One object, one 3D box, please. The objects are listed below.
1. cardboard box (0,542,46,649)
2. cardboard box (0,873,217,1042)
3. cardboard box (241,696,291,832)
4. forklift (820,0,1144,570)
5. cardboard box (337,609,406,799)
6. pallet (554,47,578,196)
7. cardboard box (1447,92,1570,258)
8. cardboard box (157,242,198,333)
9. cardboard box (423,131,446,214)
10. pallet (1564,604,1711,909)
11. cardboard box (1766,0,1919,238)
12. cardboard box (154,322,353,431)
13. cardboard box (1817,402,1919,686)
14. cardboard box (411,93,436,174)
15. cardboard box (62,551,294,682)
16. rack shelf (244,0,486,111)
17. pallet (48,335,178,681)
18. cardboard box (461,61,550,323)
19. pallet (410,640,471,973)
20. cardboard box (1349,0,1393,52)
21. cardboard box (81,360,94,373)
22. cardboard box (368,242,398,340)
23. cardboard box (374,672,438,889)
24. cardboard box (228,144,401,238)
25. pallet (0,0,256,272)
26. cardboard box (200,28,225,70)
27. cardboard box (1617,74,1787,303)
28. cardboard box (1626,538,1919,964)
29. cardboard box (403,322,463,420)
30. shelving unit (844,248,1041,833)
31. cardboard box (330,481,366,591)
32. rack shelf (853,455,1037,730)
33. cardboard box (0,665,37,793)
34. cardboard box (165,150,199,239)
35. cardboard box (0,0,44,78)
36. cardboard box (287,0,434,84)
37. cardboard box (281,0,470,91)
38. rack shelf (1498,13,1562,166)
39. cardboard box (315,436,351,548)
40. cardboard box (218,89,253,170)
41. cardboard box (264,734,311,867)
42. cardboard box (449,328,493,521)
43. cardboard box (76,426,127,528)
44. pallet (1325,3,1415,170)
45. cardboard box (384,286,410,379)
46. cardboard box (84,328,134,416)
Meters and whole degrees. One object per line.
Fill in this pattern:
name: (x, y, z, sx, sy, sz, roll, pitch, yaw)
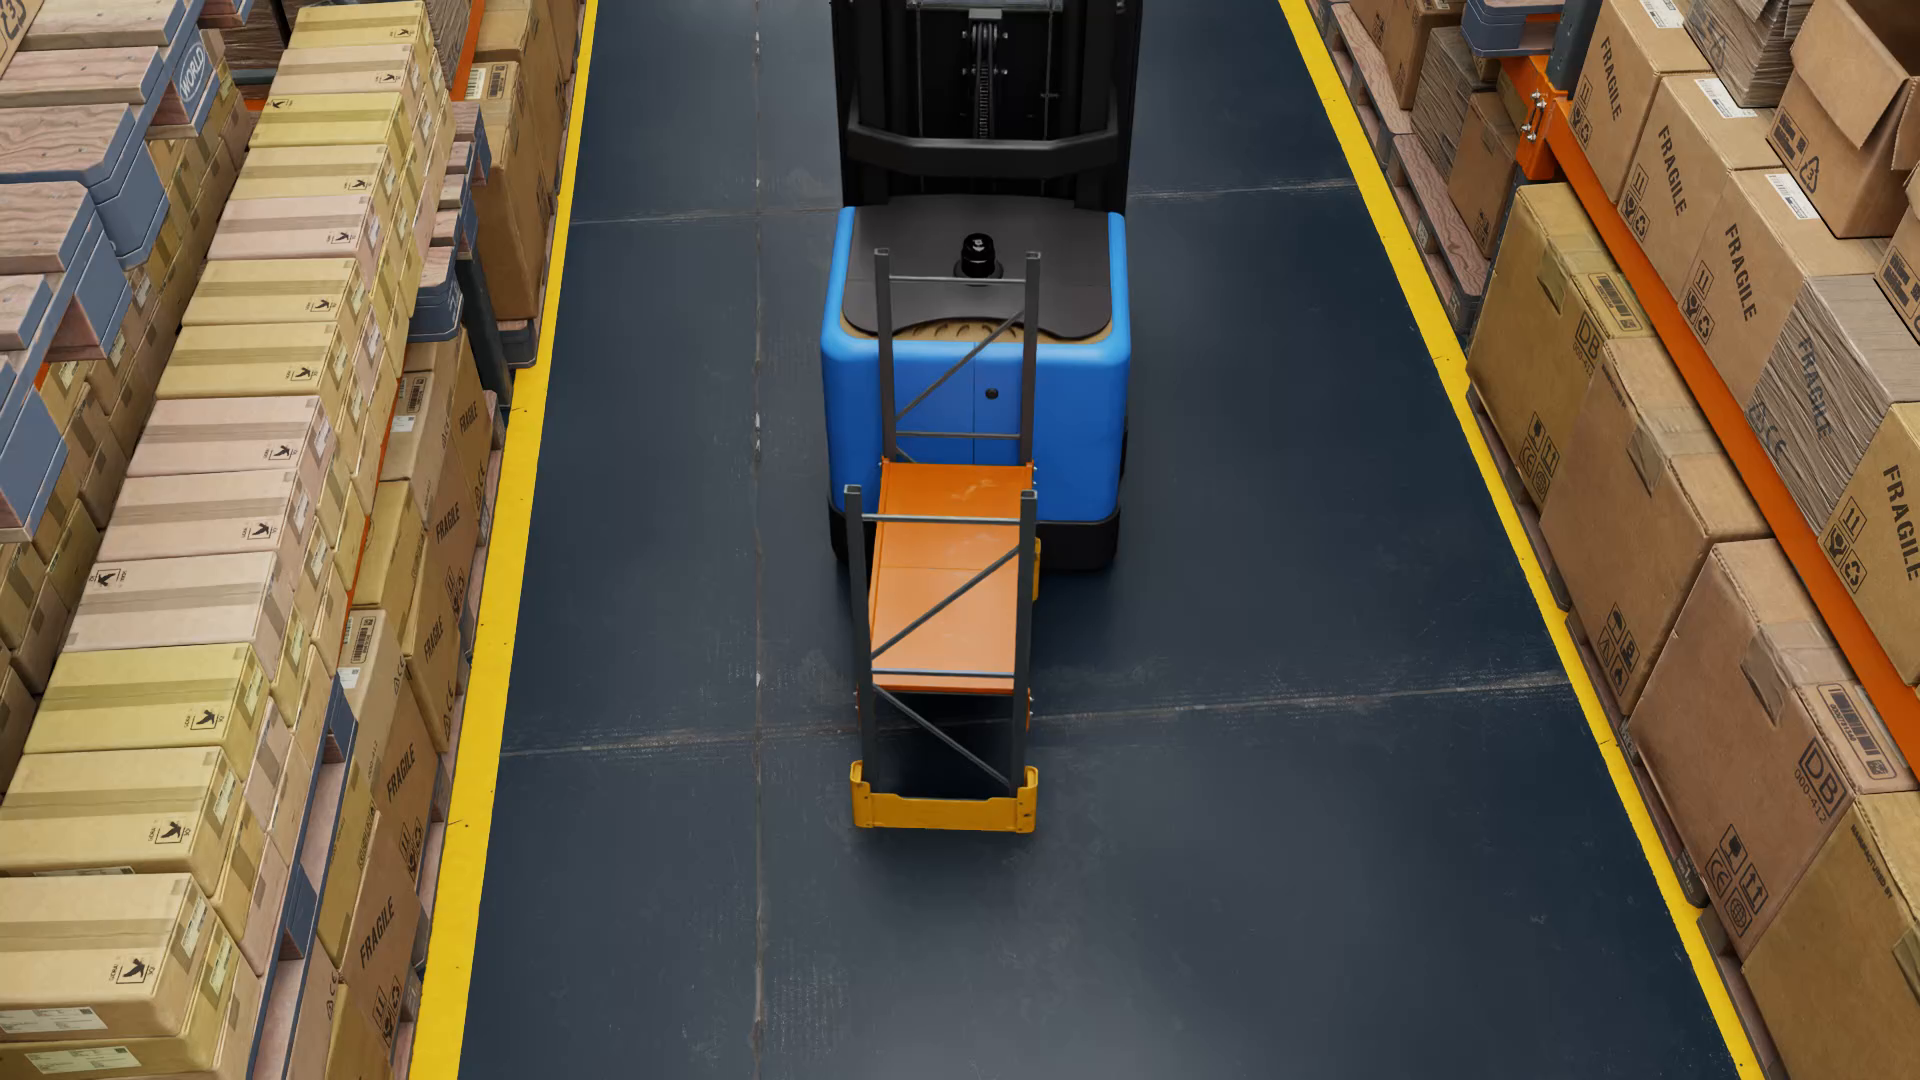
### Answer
cardboard box: (-2.311, 0.124, 3.745, 0.380, 0.149, 0.250, -6, 47, -5)
cardboard box: (-1.567, 0.741, 2.956, 0.380, 0.149, 0.250, -1, 47, -1)
cardboard box: (-1.613, 0.469, 3.419, 0.380, 0.149, 0.250, -2, 47, -2)
forklift: (0.103, -1.960, 6.087, 1.130, 2.935, 3.031, 2, 47, 1)
cardboard box: (-1.876, 0.469, 4.656, 0.500, 0.250, 0.500, -2, 47, -2)
pallet: (-2.417, -2.074, 8.069, 1.003, 0.211, 1.213, -3, 47, -3)
cardboard box: (2.548, -1.581, 7.100, 0.700, 0.500, 0.500, -6, 47, -5)
cardboard box: (-2.421, -0.715, 4.745, 0.380, 0.149, 0.250, -2, 47, -1)
cardboard box: (-1.809, -1.127, 5.135, 0.380, 0.149, 0.250, -4, 47, -3)
pallet: (2.714, 0.609, 5.528, 1.003, 0.211, 1.213, -3, 47, -3)
cardboard box: (2.721, -1.184, 4.545, 0.797, 0.503, 0.637, -3, 47, -2)
cardboard box: (-1.702, -0.389, 4.027, 0.380, 0.149, 0.250, -2, 47, -2)
cardboard box: (2.562, -0.004, 4.119, 0.500, 0.500, 0.500, -4, 47, -4)
cardboard box: (-1.808, -1.215, 5.014, 0.380, 0.149, 0.250, -2, 47, -2)
cardboard box: (-1.634, 0.173, 3.494, 0.380, 0.149, 0.250, -4, 47, -4)
rack shelf: (-2.495, -2.777, 7.310, 1.077, 0.370, 4.000, -3, 47, -3)
pallet: (-2.121, -0.082, 4.394, 1.003, 0.211, 1.213, -3, 47, -3)
cardboard box: (-2.288, -1.394, 6.765, 1.050, 0.750, 0.750, -4, 47, -4)
pallet: (-2.164, 0.827, 5.321, 1.003, 0.211, 1.213, -3, 47, -3)
cardboard box: (2.387, -2.795, 8.250, 0.700, 0.500, 0.500, -7, 47, -7)
cardboard box: (-2.370, -0.543, 4.172, 0.380, 0.149, 0.250, -2, 47, -2)
cardboard box: (-1.744, -0.663, 4.491, 0.380, 0.149, 0.250, -4, 47, -4)
cardboard box: (-1.893, 0.720, 4.934, 0.500, 0.500, 0.500, -3, 47, -3)
cardboard box: (-1.762, -0.949, 4.557, 0.380, 0.149, 0.250, -2, 47, -2)
pallet: (-2.028, -0.854, 3.056, 1.213, 0.211, 1.003, -3, 47, -3)
cardboard box: (-2.481, -1.491, 5.070, 0.380, 0.149, 0.250, -3, 47, -3)
cardboard box: (2.439, -1.099, 5.156, 0.500, 0.500, 0.500, -5, 47, -4)
cardboard box: (2.810, 0.566, 4.822, 1.225, 0.875, 0.875, -5, 47, -5)
cardboard box: (-2.009, -0.641, 5.707, 0.500, 0.250, 0.500, -4, 47, -4)
shelving unit: (-0.029, 0.029, 5.190, 0.587, 1.500, 1.083, 2, 47, 2)
cardboard box: (-1.682, 0.001, 4.067, 0.380, 0.149, 0.250, -4, 47, -4)
rack shelf: (-0.029, 0.146, 5.327, 0.538, 0.185, 1.000, 2, 47, 2)
cardboard box: (-2.285, 0.434, 3.657, 0.380, 0.149, 0.250, -6, 47, -5)
cardboard box: (-2.436, -0.987, 4.798, 0.380, 0.149, 0.250, -5, 47, -5)
cardboard box: (-1.991, -1.020, 2.724, 0.797, 0.503, 0.637, -4, 47, -4)
cardboard box: (-1.829, -1.513, 5.091, 0.380, 0.149, 0.250, -5, 47, -5)
cardboard box: (-2.096, -1.953, 5.965, 0.500, 0.500, 0.500, -3, 47, -3)
rack shelf: (2.456, -3.005, 7.526, 1.077, 0.370, 4.000, -3, 47, -3)
cardboard box: (-1.682, -0.106, 3.963, 0.380, 0.149, 0.250, -4, 47, -4)
cardboard box: (-2.491, -1.299, 5.299, 0.380, 0.149, 0.250, -4, 47, -4)
cardboard box: (-1.613, 0.564, 3.533, 0.380, 0.149, 0.250, -3, 47, -3)
cardboard box: (-2.011, -0.402, 5.997, 0.500, 0.500, 0.500, -4, 47, -3)
cardboard box: (-2.357, -0.152, 4.212, 0.380, 0.149, 0.250, -5, 47, -5)
pallet: (2.461, -2.293, 8.276, 1.003, 0.211, 1.213, -3, 47, -3)
cardboard box: (-1.745, -0.566, 4.603, 0.380, 0.149, 0.250, -5, 47, -5)
cardboard box: (-2.377, -0.444, 4.284, 0.380, 0.149, 0.250, -4, 47, -4)
